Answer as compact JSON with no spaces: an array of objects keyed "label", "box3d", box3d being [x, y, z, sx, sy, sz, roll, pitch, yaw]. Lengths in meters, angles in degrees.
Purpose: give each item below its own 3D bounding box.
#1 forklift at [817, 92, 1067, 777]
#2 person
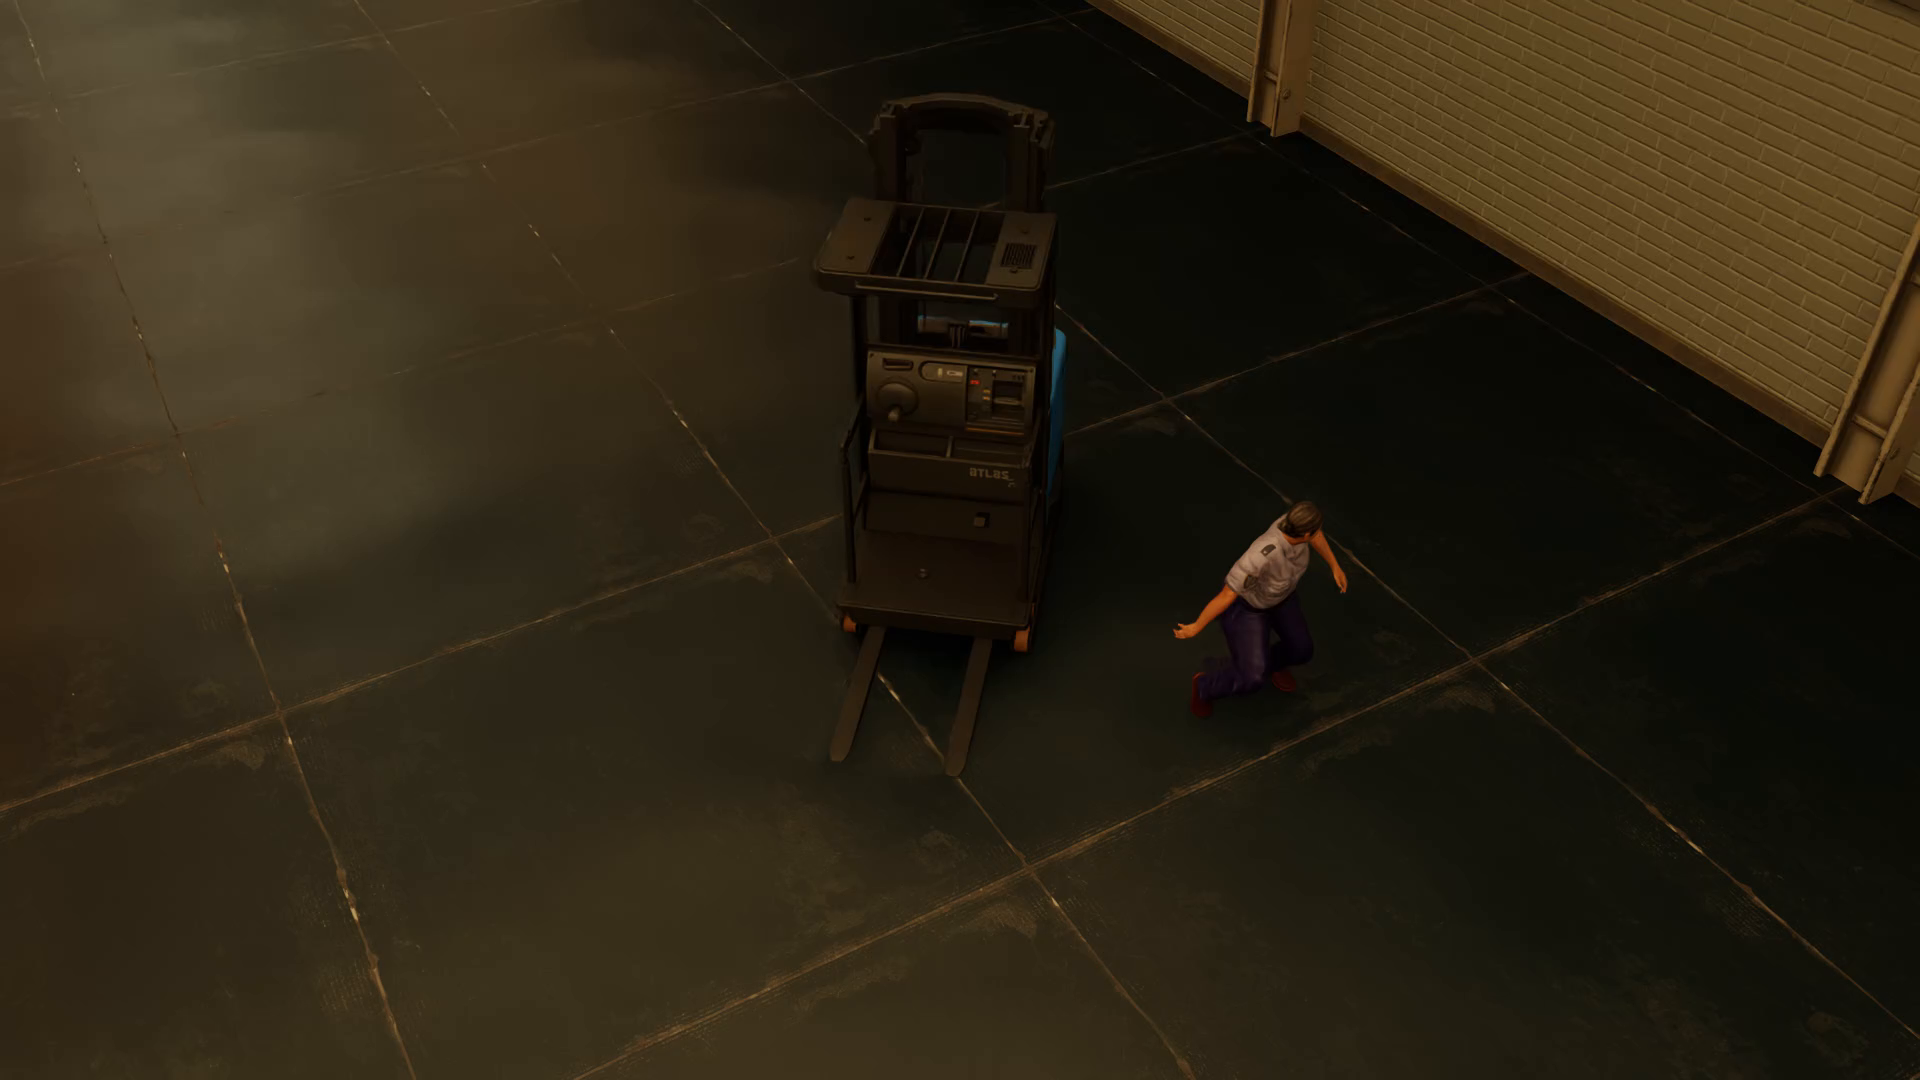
[{"label":"forklift","box3d":[-0.085,-0.733,8.920,1.130,2.935,3.031,6,40,7]},{"label":"person","box3d":[1.573,0.384,8.787,0.922,1.516,0.483,-27,47,-29]}]
